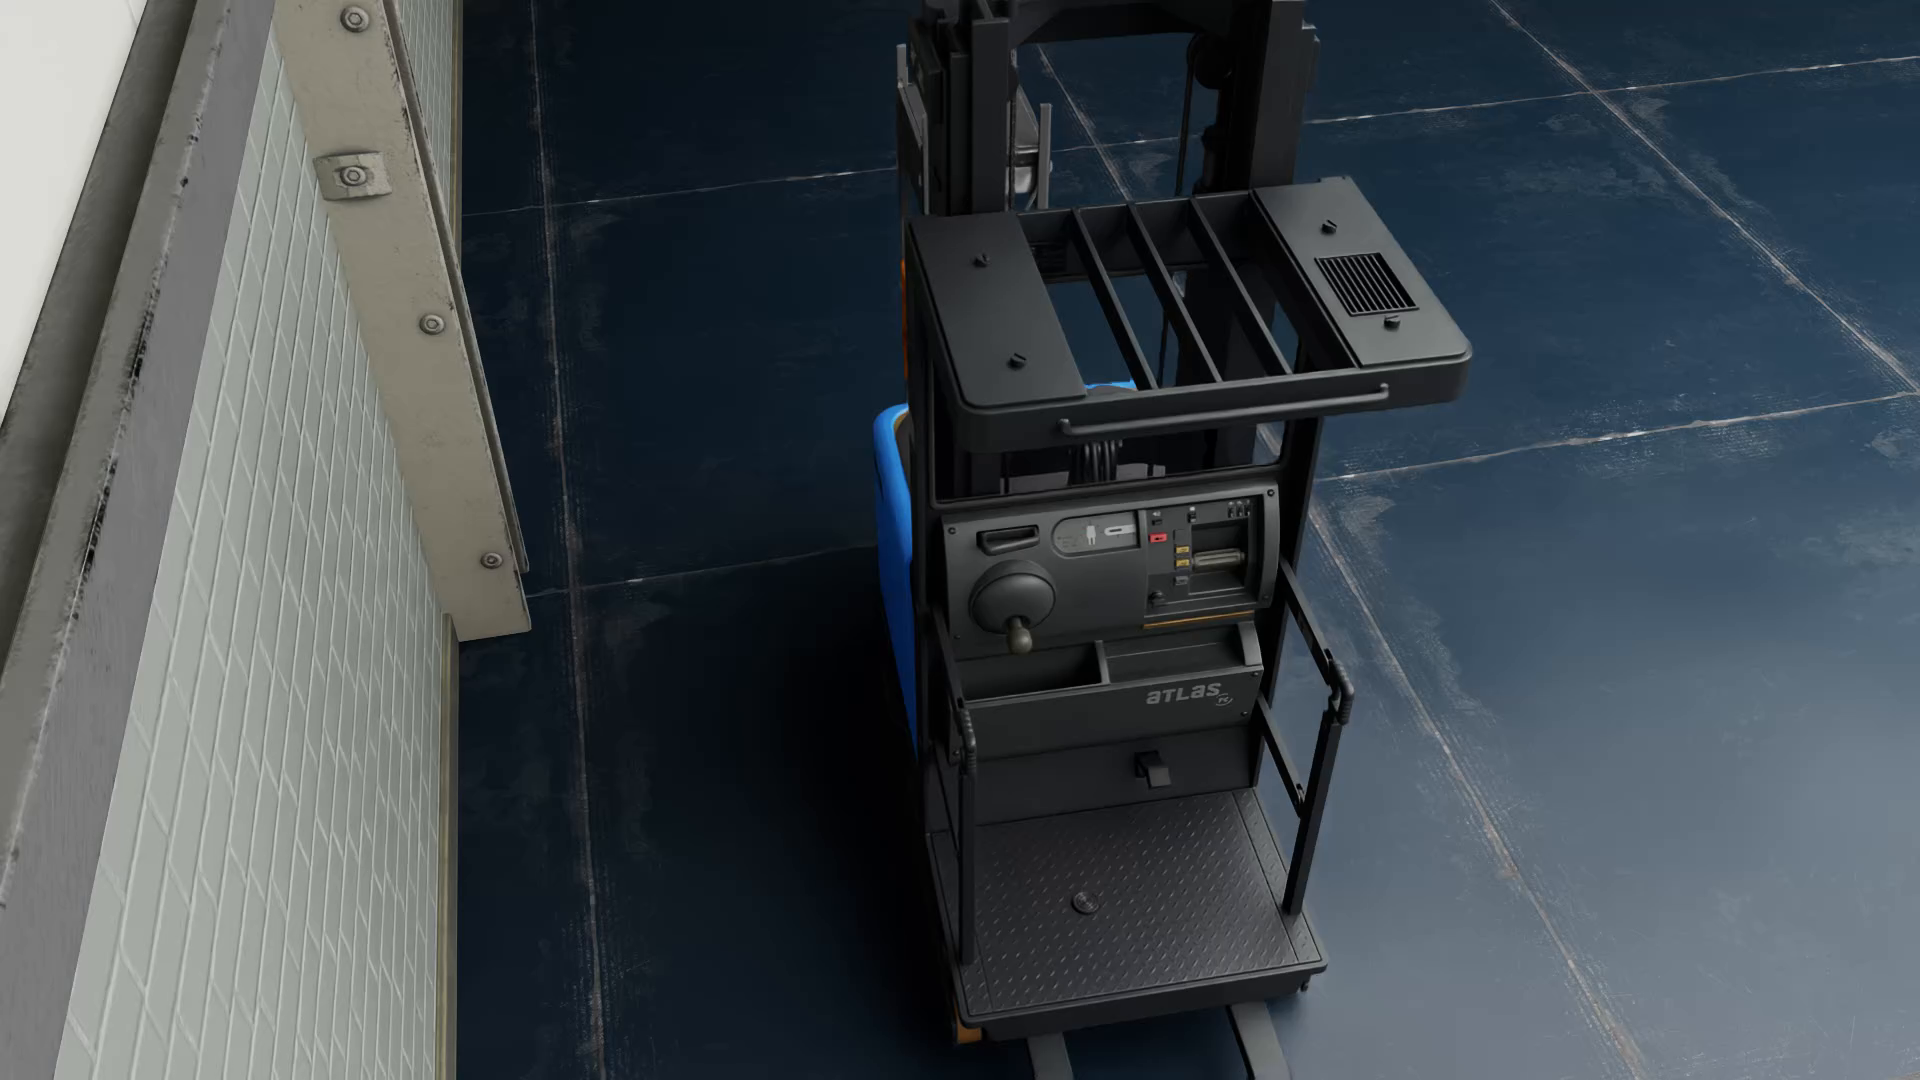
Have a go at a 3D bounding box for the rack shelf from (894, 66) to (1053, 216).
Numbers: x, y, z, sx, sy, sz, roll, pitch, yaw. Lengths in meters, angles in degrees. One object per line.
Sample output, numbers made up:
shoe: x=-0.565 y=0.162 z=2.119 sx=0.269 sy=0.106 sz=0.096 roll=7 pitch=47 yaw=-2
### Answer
rack shelf: x=0.036 y=-1.197 z=5.481 sx=0.431 sy=0.518 sz=0.480 roll=-7 pitch=42 yaw=-8

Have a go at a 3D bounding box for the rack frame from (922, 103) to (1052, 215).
rack frame: x=0.083 y=-0.525 z=5.760 sx=0.400 sy=2.100 sz=0.015 roll=-7 pitch=42 yaw=-8

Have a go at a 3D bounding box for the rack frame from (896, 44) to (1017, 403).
rack frame: x=-0.009 y=-0.845 z=6.117 sx=0.400 sy=2.100 sz=0.015 roll=-7 pitch=42 yaw=-8

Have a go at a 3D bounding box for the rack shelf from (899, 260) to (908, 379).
rack shelf: x=0.037 y=-0.675 z=5.947 sx=0.431 sy=0.518 sz=0.480 roll=-7 pitch=42 yaw=-8

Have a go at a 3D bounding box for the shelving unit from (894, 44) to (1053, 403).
shelving unit: x=0.037 y=-0.685 z=5.938 sx=0.431 sy=2.100 sz=0.503 roll=-7 pitch=42 yaw=-8

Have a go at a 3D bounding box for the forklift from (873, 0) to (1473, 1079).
forklift: x=0.457 y=0.156 z=4.366 sx=1.130 sy=2.935 sz=3.031 roll=-7 pitch=42 yaw=-8

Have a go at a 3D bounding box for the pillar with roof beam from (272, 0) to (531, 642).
pillar with roof beam: x=2.370 y=-3.742 z=4.186 sx=9.100 sy=9.000 sz=0.400 roll=-8 pitch=42 yaw=-9
